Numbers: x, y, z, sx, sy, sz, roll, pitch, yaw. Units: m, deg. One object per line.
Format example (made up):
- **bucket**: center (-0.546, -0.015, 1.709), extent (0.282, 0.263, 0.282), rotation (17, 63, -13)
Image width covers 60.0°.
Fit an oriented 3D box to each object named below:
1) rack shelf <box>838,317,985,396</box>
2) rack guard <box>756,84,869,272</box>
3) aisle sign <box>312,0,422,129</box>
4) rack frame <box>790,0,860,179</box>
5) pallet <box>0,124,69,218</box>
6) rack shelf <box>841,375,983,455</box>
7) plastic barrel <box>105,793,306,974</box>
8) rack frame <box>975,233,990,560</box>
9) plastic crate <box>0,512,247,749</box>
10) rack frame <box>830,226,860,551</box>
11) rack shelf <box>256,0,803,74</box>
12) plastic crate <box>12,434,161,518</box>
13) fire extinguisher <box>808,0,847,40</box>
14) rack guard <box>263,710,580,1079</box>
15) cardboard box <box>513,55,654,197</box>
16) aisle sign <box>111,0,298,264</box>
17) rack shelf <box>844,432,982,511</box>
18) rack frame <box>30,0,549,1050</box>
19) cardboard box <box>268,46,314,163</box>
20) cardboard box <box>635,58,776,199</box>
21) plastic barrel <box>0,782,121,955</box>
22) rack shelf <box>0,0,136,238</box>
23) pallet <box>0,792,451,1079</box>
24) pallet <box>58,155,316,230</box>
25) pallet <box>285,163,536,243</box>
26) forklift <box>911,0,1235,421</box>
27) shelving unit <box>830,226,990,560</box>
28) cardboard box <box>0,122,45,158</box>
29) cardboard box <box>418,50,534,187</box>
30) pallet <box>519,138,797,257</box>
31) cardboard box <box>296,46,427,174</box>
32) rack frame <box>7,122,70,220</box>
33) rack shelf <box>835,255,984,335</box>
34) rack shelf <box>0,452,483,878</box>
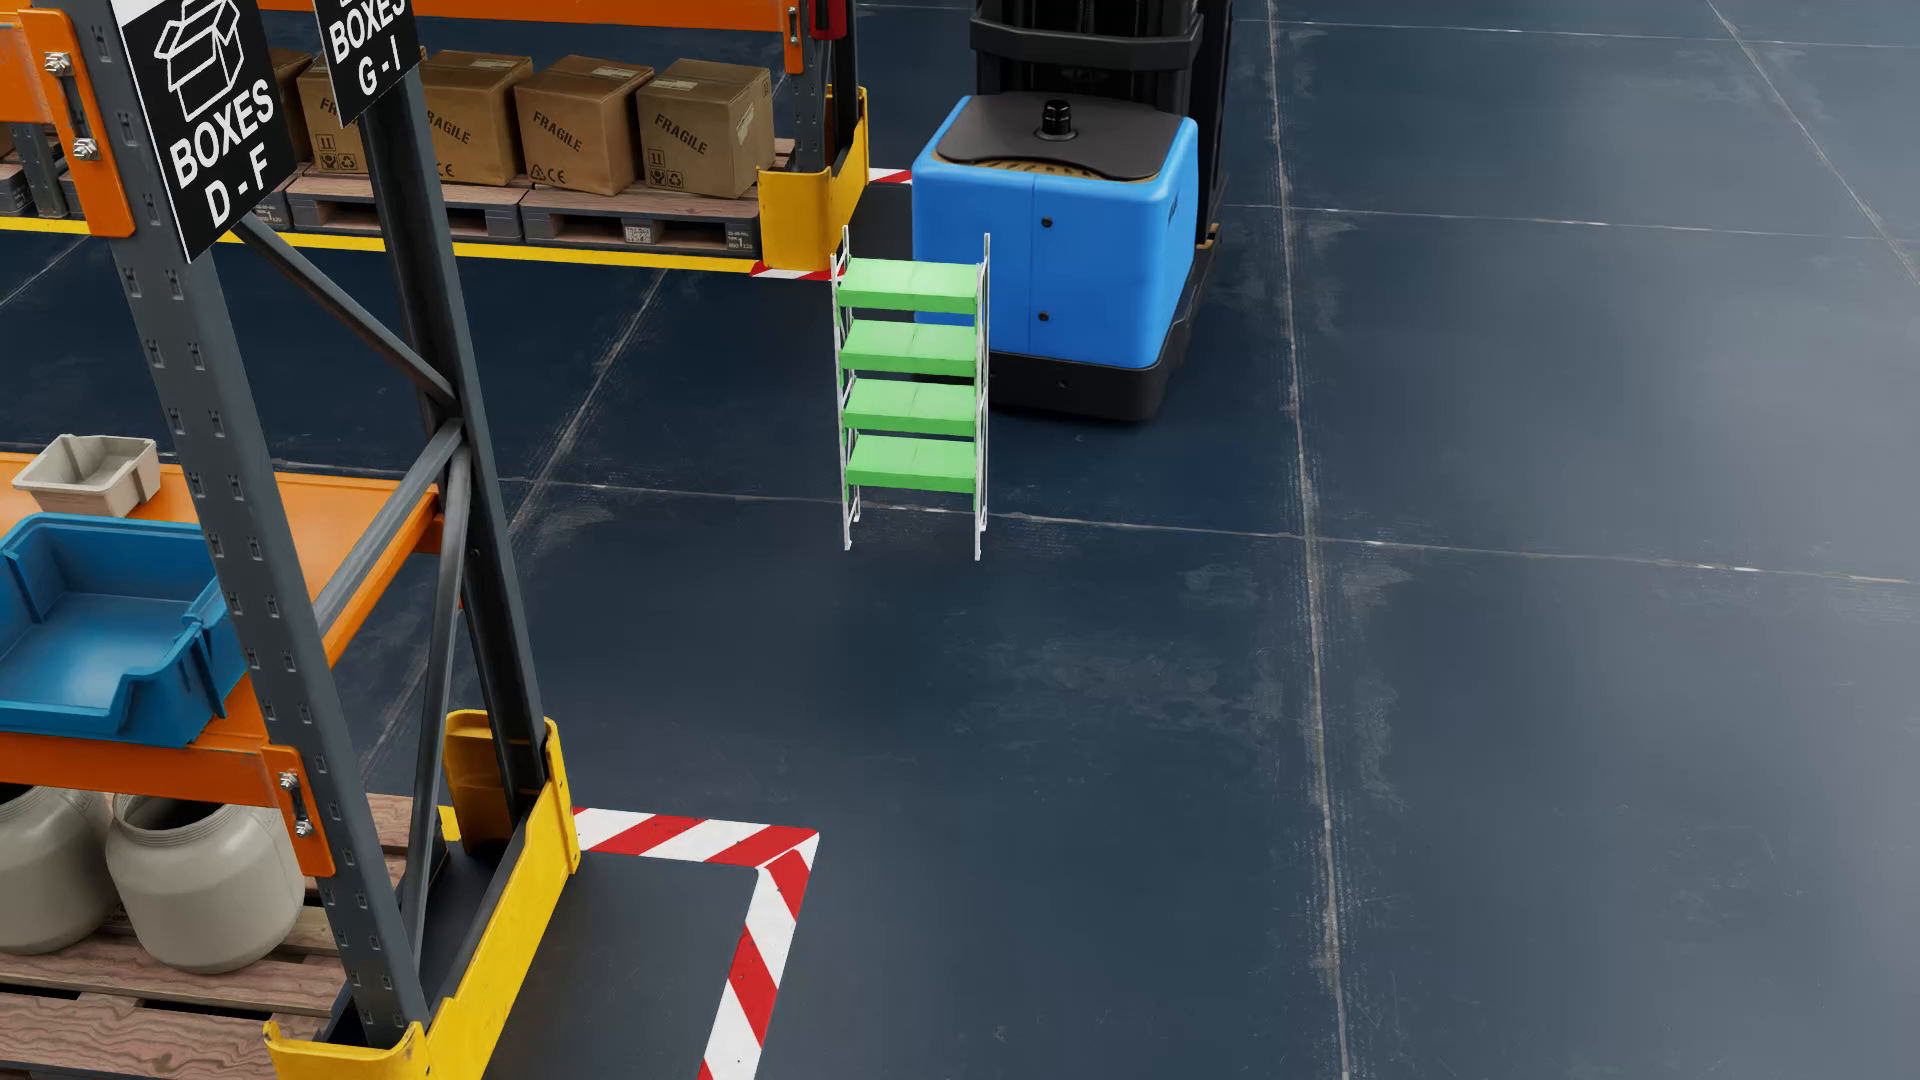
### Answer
- **rack shelf**: center (-0.164, -0.644, 5.816), extent (0.480, 0.148, 0.258), rotation (4, 36, 6)
- **rack guard**: center (-0.726, -1.851, 8.414), extent (0.348, 0.500, 1.175), rotation (4, 36, 6)
- **aisle sign**: center (-1.173, -1.231, 3.155), extent (0.004, 0.787, 0.394), rotation (4, 36, 6)
- **rack frame**: center (-0.651, -2.863, 7.680), extent (0.127, 3.000, 1.000), rotation (4, 36, 6)
- **pallet**: center (-5.391, -2.081, 8.984), extent (1.213, 0.211, 1.003), rotation (4, 36, 6)
- **rack shelf**: center (-0.164, -0.449, 5.956), extent (0.480, 0.148, 0.258), rotation (4, 36, 6)
- **plastic barrel**: center (-1.944, 0.828, 4.288), extent (0.421, 0.512, 0.421), rotation (0, 36, 0)
- **rack frame**: center (0.078, -0.483, 5.893), extent (0.015, 1.200, 0.240), rotation (4, 36, 6)
- **plastic crate**: center (-1.816, 0.187, 3.534), extent (0.616, 0.251, 0.499), rotation (4, 36, 6)
- **rack frame**: center (-0.406, -0.519, 5.944), extent (0.015, 1.200, 0.240), rotation (4, 36, 6)
- **rack shelf**: center (-2.634, -2.718, 8.096), extent (4.000, 0.370, 1.077), rotation (4, 36, 6)
- **plastic crate**: center (-2.128, -0.154, 4.110), extent (0.250, 0.136, 0.298), rotation (4, 36, 6)
- **fire extinguisher**: center (-0.596, -2.558, 7.318), extent (0.183, 0.674, 0.296), rotation (4, 36, 6)
- **rack guard**: center (-1.363, 1.030, 4.377), extent (0.348, 0.500, 1.175), rotation (4, 36, 6)
- **cardboard box**: center (-1.865, -2.097, 8.396), extent (0.500, 0.500, 0.500), rotation (14, 38, 18)
- **aisle sign**: center (-1.248, -0.891, 2.678), extent (0.004, 0.787, 0.394), rotation (4, 36, 6)
- **rack shelf**: center (-0.164, -0.253, 6.095), extent (0.480, 0.148, 0.258), rotation (4, 36, 6)
- **rack frame**: center (-1.282, -0.009, 3.681), extent (0.127, 3.000, 1.000), rotation (4, 36, 6)
- **cardboard box**: center (-3.657, -2.222, 8.571), extent (0.500, 0.500, 0.500), rotation (16, 38, 21)
- **cardboard box**: center (-1.268, -2.072, 8.362), extent (0.500, 0.500, 0.500), rotation (11, 37, 15)
- **plastic barrel**: center (-2.441, 0.791, 4.340), extent (0.421, 0.512, 0.421), rotation (0, 36, 0)
- **rack shelf**: center (-3.265, -1.085, 3.226), extent (4.000, 0.370, 1.077), rotation (4, 36, 6)
- **pallet**: center (-2.168, 1.084, 4.549), extent (1.213, 0.211, 1.003), rotation (4, 36, 6)
- **pallet**: center (-3.948, -1.995, 8.863), extent (1.213, 0.211, 1.003), rotation (4, 36, 6)
- **pallet**: center (-2.734, -1.906, 8.739), extent (1.213, 0.211, 1.003), rotation (4, 36, 6)
- **forklift**: center (0.675, -2.534, 7.278), extent (1.130, 2.935, 3.031), rotation (9, 36, 12)
- **shelving unit**: center (-0.164, -0.501, 5.919), extent (0.503, 1.200, 0.258), rotation (4, 36, 6)
- **cardboard box**: center (-5.224, -2.379, 8.774), extent (0.500, 0.500, 0.700), rotation (2, 36, 2)
- **cardboard box**: center (-2.484, -2.154, 8.476), extent (0.500, 0.500, 0.500), rotation (7, 36, 10)
- **pallet**: center (-1.527, -1.814, 8.610), extent (1.213, 0.211, 1.003), rotation (4, 36, 6)
- **cardboard box**: center (-3.032, -2.221, 8.570), extent (0.500, 0.500, 0.500), rotation (1, 36, 2)
- **rack frame**: center (-4.618, -3.159, 8.094), extent (0.127, 3.000, 1.000), rotation (4, 36, 6)
- **rack shelf**: center (-0.164, -0.839, 5.677), extent (0.480, 0.148, 0.258), rotation (4, 36, 6)
- **rack shelf**: center (-3.265, 0.136, 4.097), extent (4.000, 0.370, 1.077), rotation (4, 36, 6)
